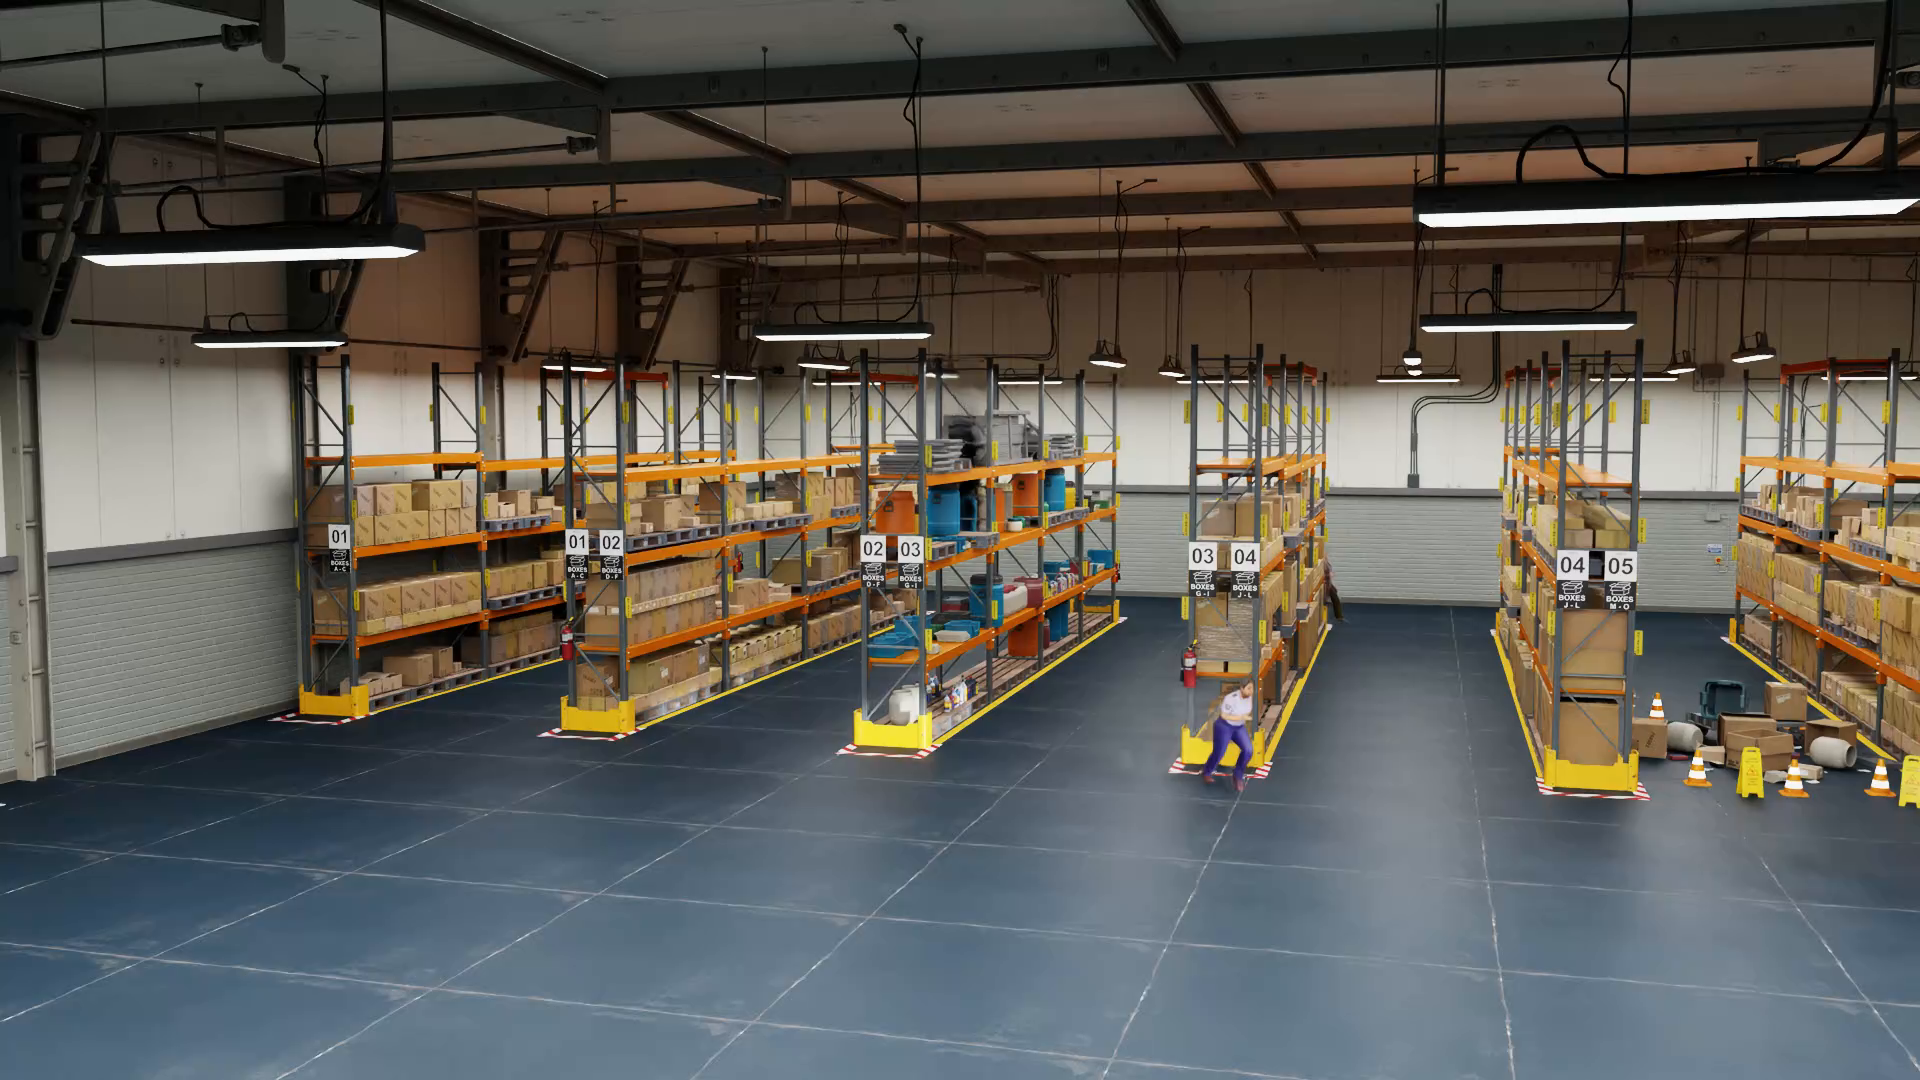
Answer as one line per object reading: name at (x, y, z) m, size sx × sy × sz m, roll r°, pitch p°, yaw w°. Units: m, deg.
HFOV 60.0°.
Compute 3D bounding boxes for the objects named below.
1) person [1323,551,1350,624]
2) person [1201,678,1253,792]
person at (8.747, 1.133, 39.901) m, size 1.066 × 1.756 × 0.718 m, roll 3°, pitch 5°, yaw 38°
person at (3.627, 2.590, 22.290) m, size 0.645 × 1.582 × 0.957 m, roll -3°, pitch 5°, yaw -34°
